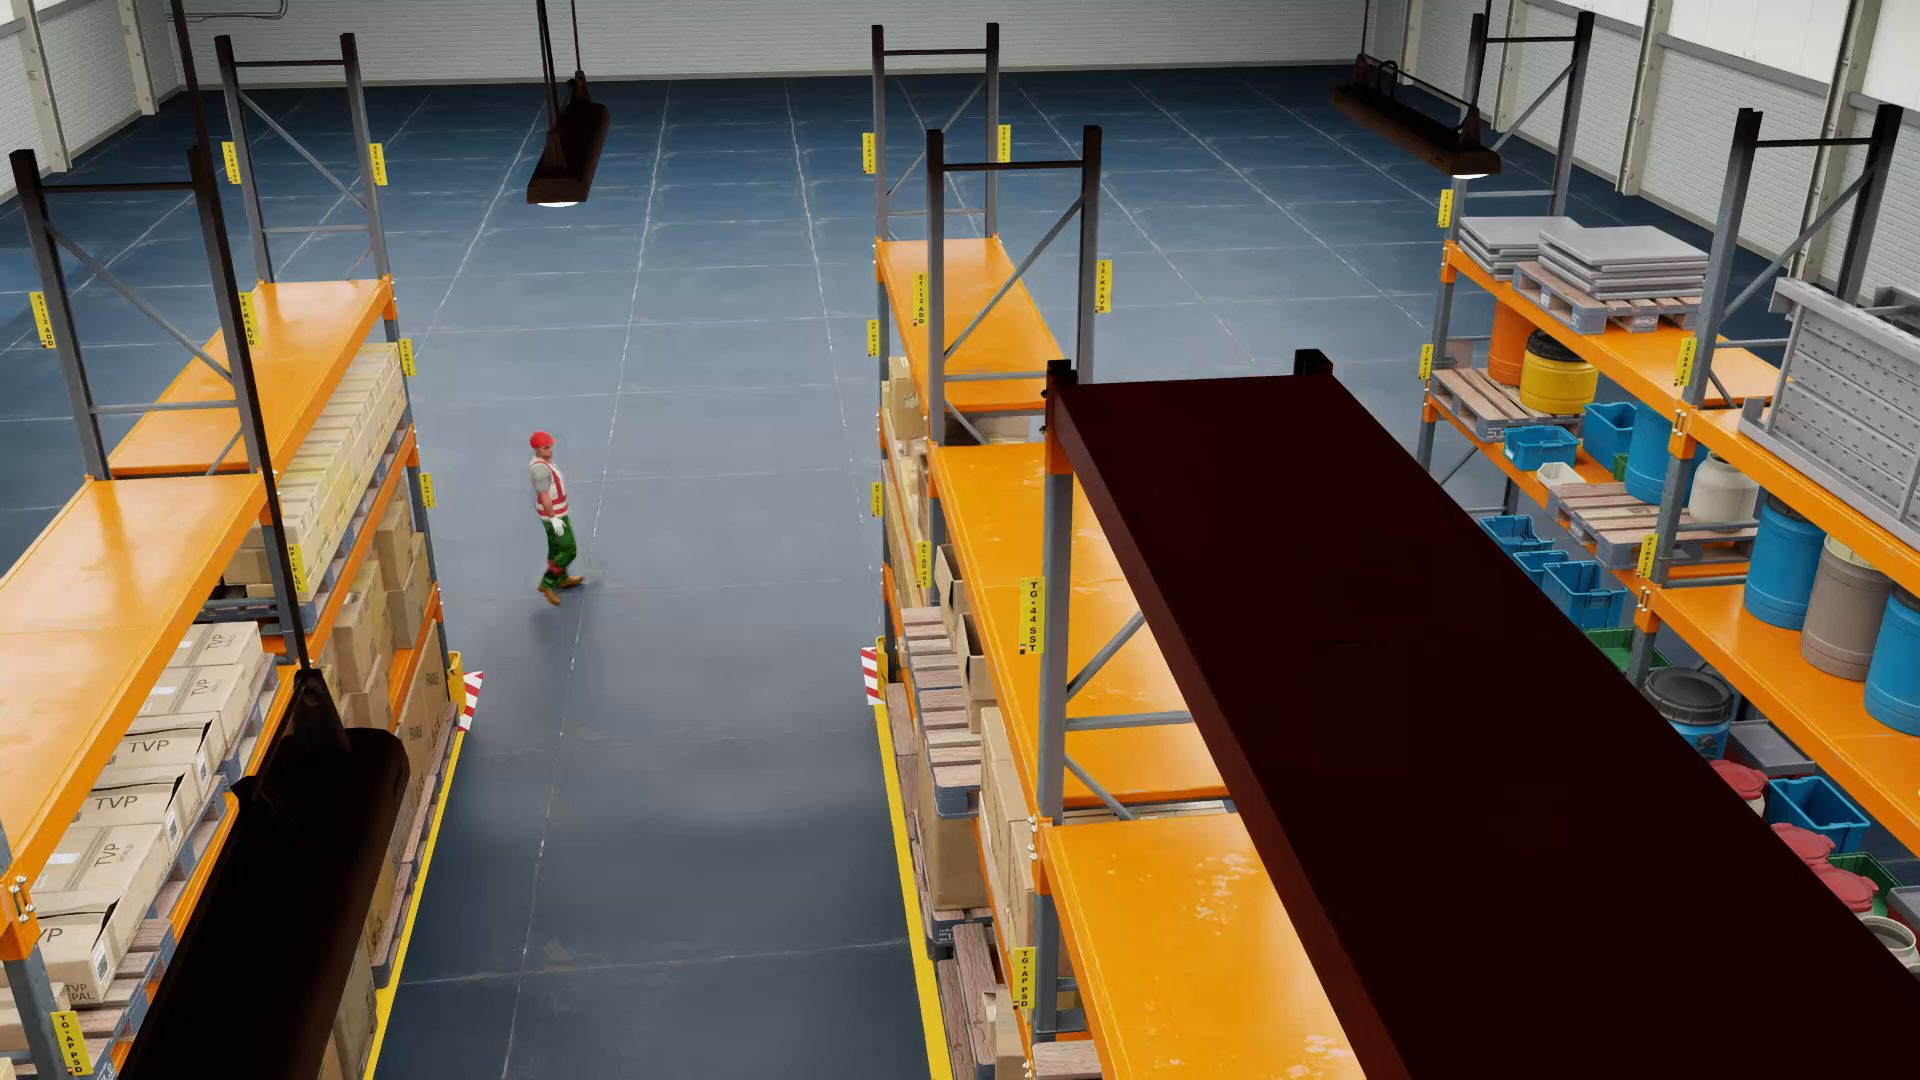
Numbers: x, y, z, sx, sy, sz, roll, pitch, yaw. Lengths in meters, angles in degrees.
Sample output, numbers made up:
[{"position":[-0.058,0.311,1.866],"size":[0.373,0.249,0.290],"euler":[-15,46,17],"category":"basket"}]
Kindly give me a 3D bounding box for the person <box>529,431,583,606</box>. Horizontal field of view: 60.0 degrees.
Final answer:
[{"position":[-4.145,-0.252,16.937],"size":[0.507,1.787,0.632],"euler":[-10,27,-19],"category":"person"}]
